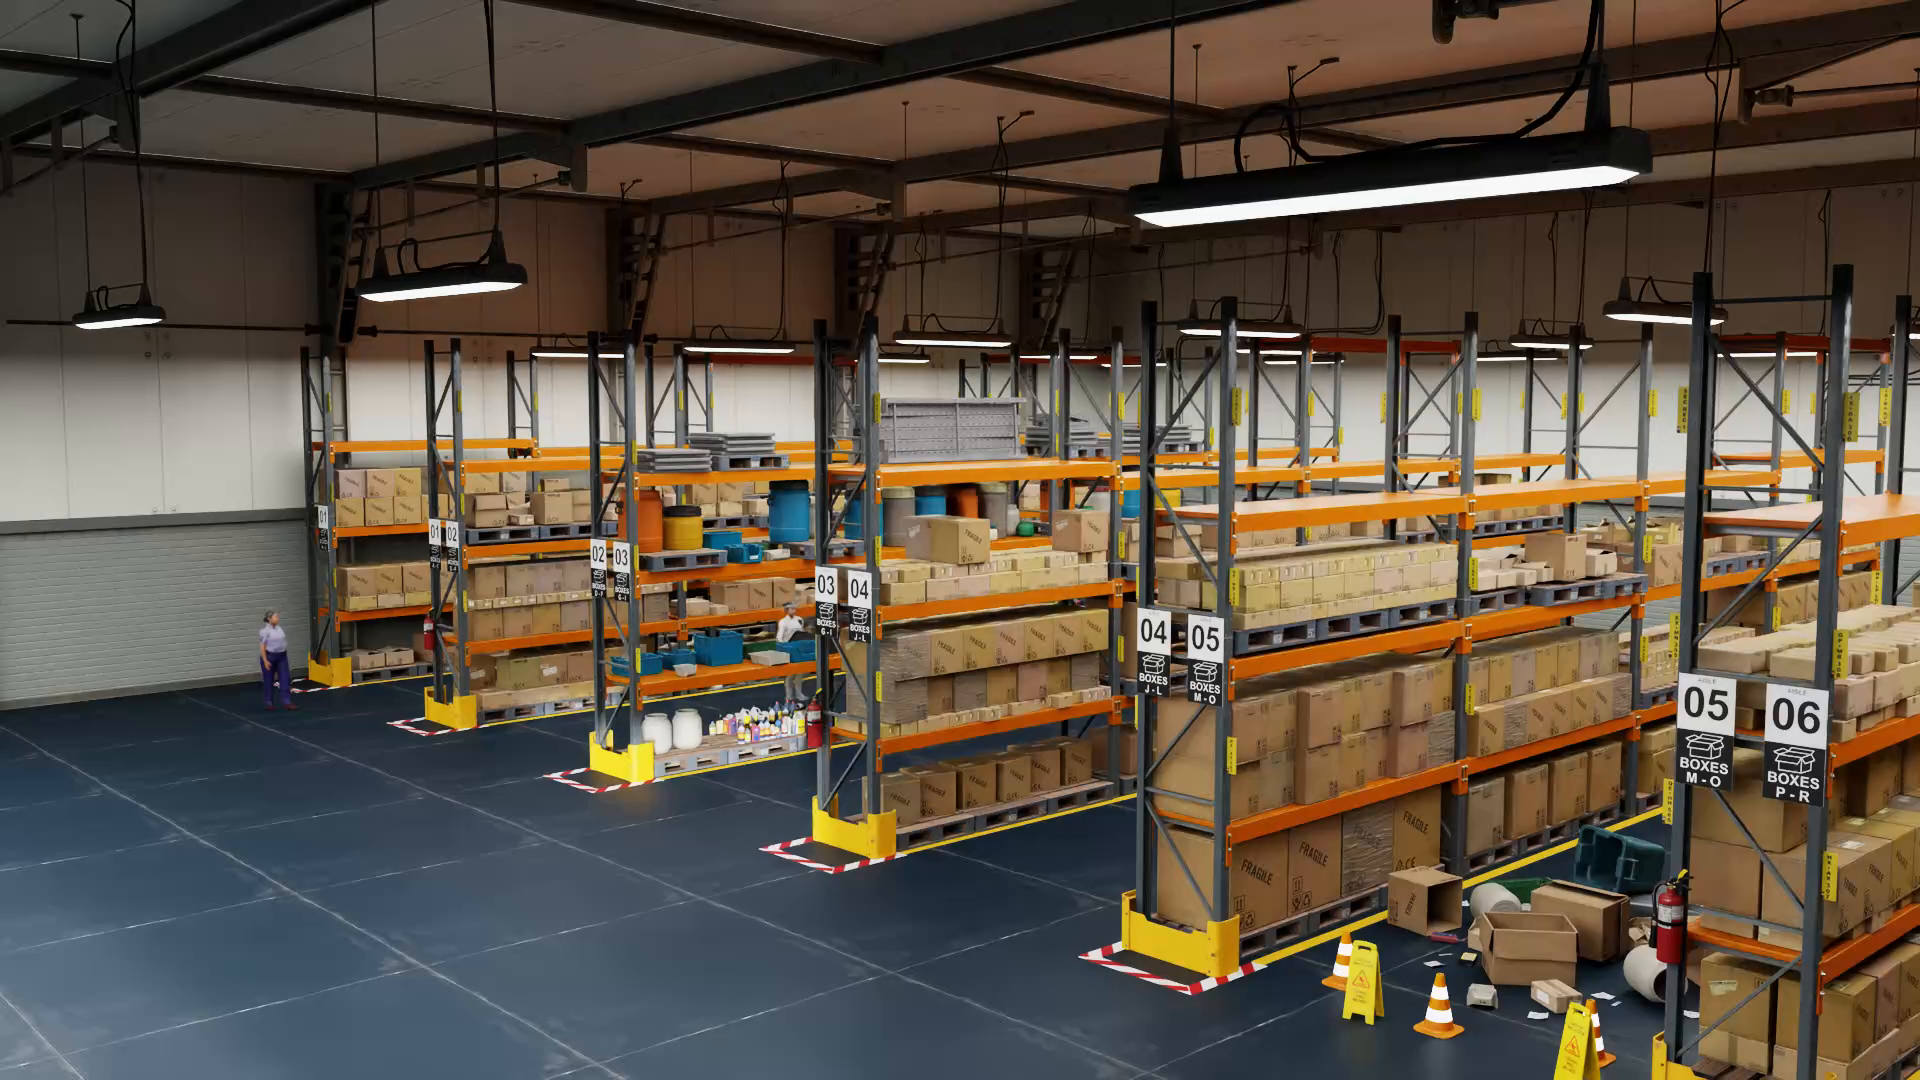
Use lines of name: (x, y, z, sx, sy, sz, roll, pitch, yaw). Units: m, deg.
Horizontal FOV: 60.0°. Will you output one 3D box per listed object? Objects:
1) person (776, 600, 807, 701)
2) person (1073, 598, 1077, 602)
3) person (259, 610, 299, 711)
person: (-2.777, 1.839, 27.745, 0.581, 1.698, 0.335, -2, 5, -23)
person: (2.539, 0.834, 39.867, 0.531, 1.638, 0.969, -5, 7, -44)
person: (-11.156, 1.970, 27.134, 0.568, 1.647, 0.502, 4, 6, 37)
